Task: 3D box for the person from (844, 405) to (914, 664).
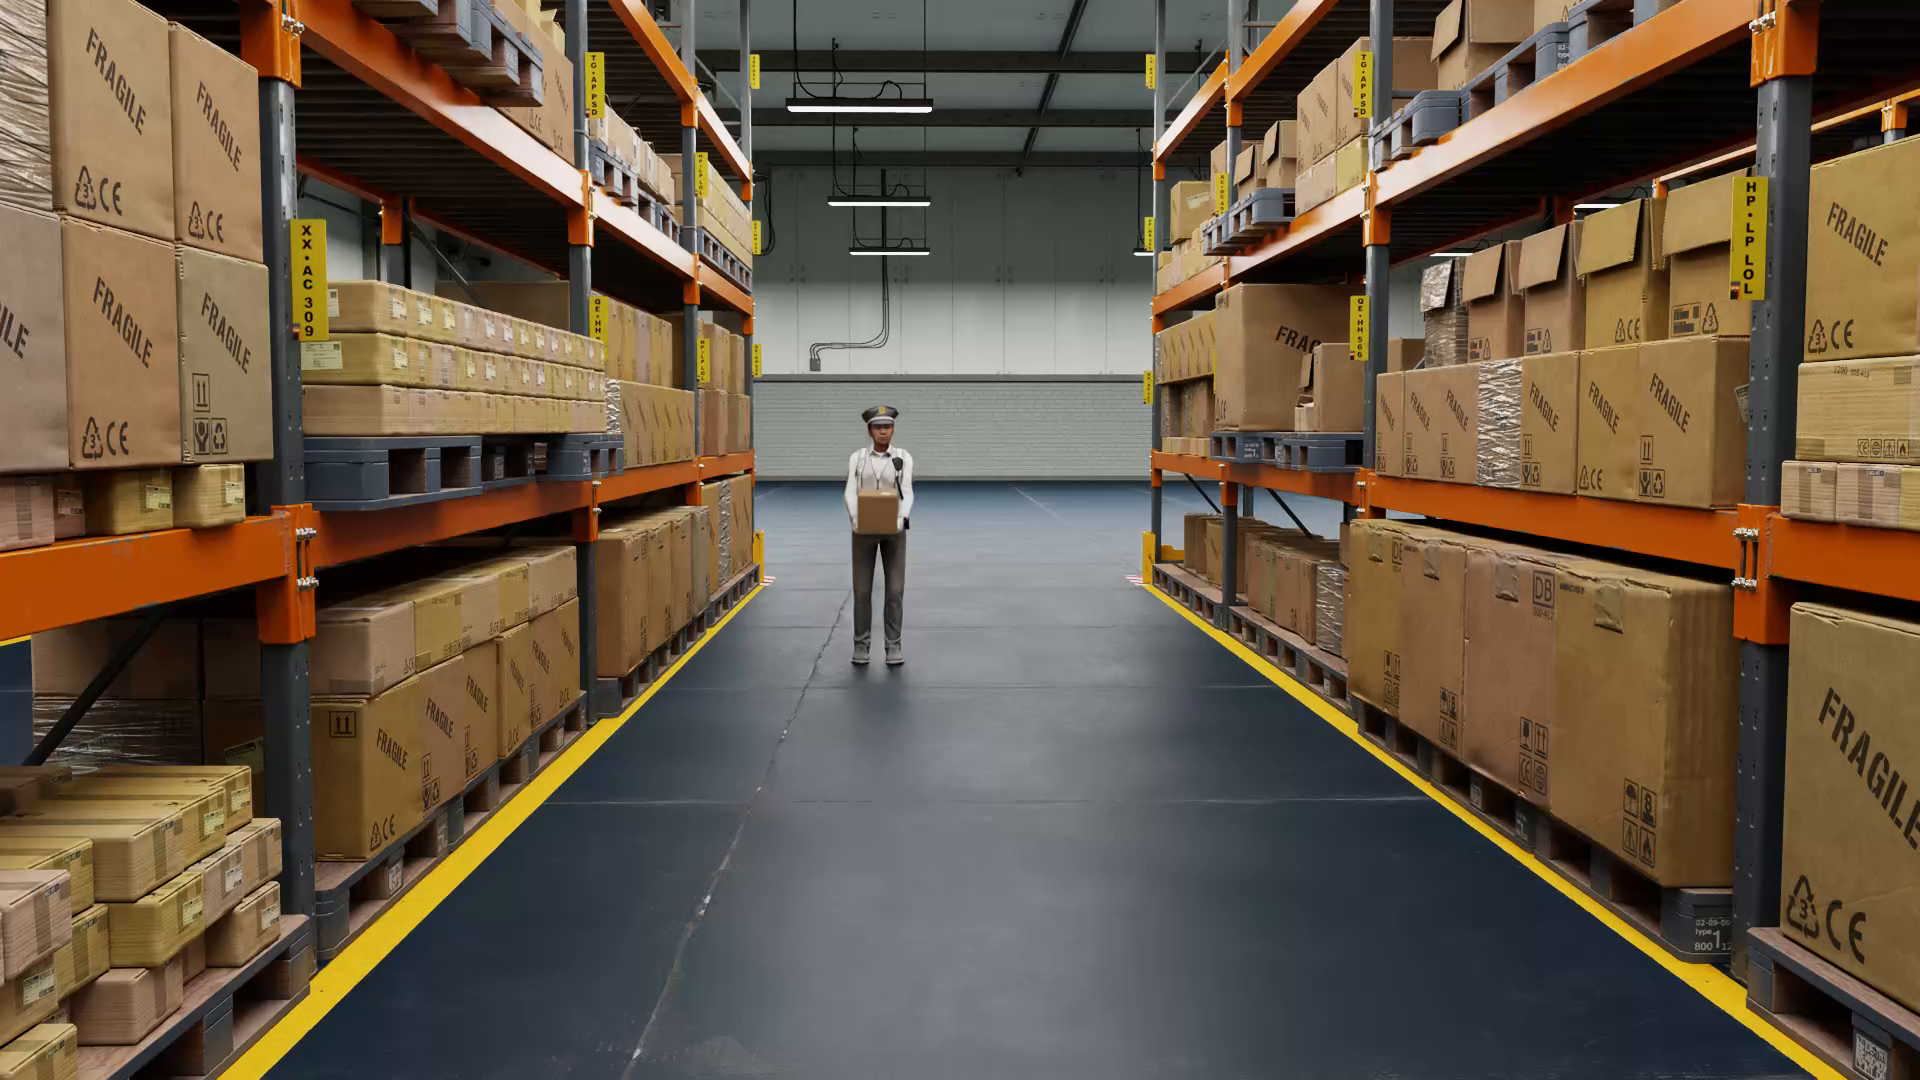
[{"bbox_3d":[-0.529,-0.037,10.861,0.459,1.688,0.532,0,4,-1],"label":"person"}]
